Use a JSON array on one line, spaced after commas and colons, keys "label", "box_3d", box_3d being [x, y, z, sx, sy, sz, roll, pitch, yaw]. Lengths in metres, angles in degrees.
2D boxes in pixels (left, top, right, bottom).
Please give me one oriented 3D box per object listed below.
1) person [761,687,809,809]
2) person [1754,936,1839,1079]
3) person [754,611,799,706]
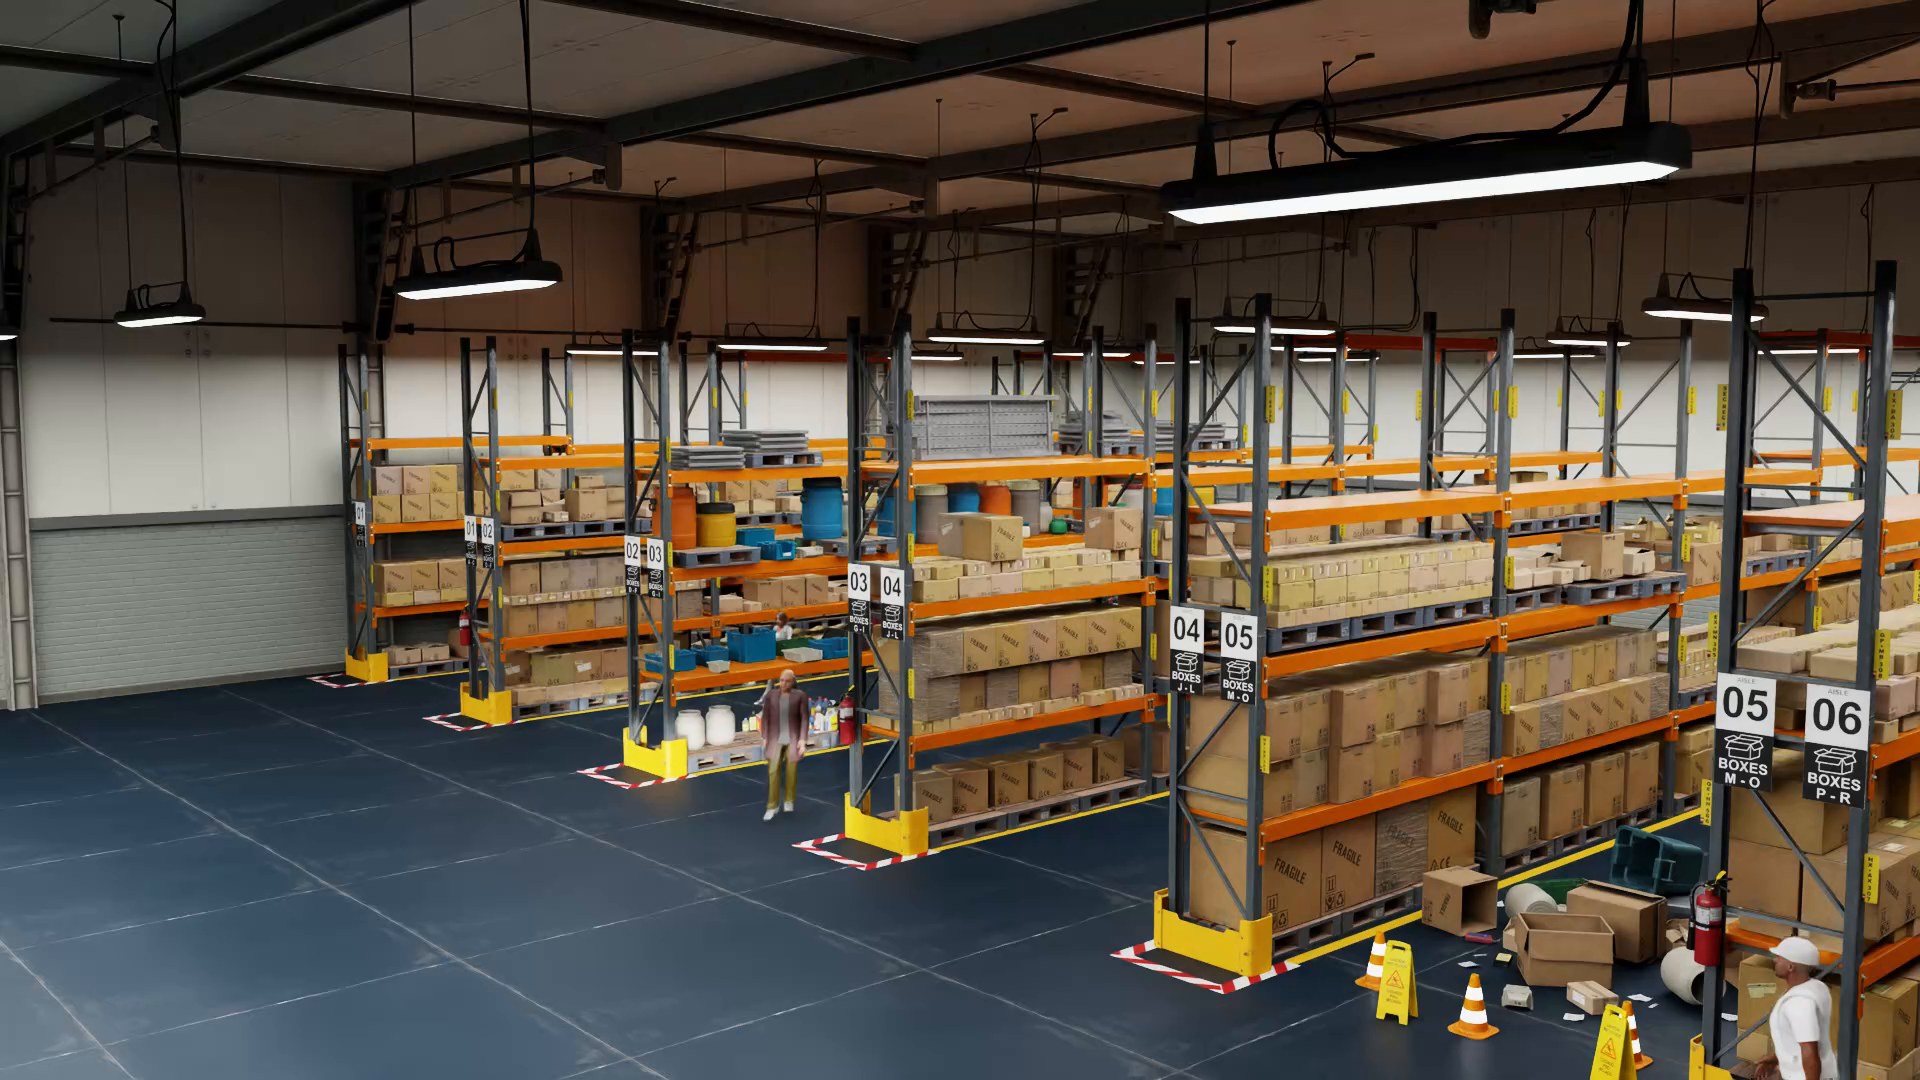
[{"label": "person", "box_3d": [-2.134, 2.508, 20.296, 0.595, 1.491, 0.523, 0, 5, -4]}, {"label": "person", "box_3d": [5.231, 3.012, 10.389, 0.481, 1.036, 0.596, 3, 6, 30]}, {"label": "person", "box_3d": [-2.951, 1.937, 27.196, 0.453, 1.543, 0.969, 2, 6, 22]}]
